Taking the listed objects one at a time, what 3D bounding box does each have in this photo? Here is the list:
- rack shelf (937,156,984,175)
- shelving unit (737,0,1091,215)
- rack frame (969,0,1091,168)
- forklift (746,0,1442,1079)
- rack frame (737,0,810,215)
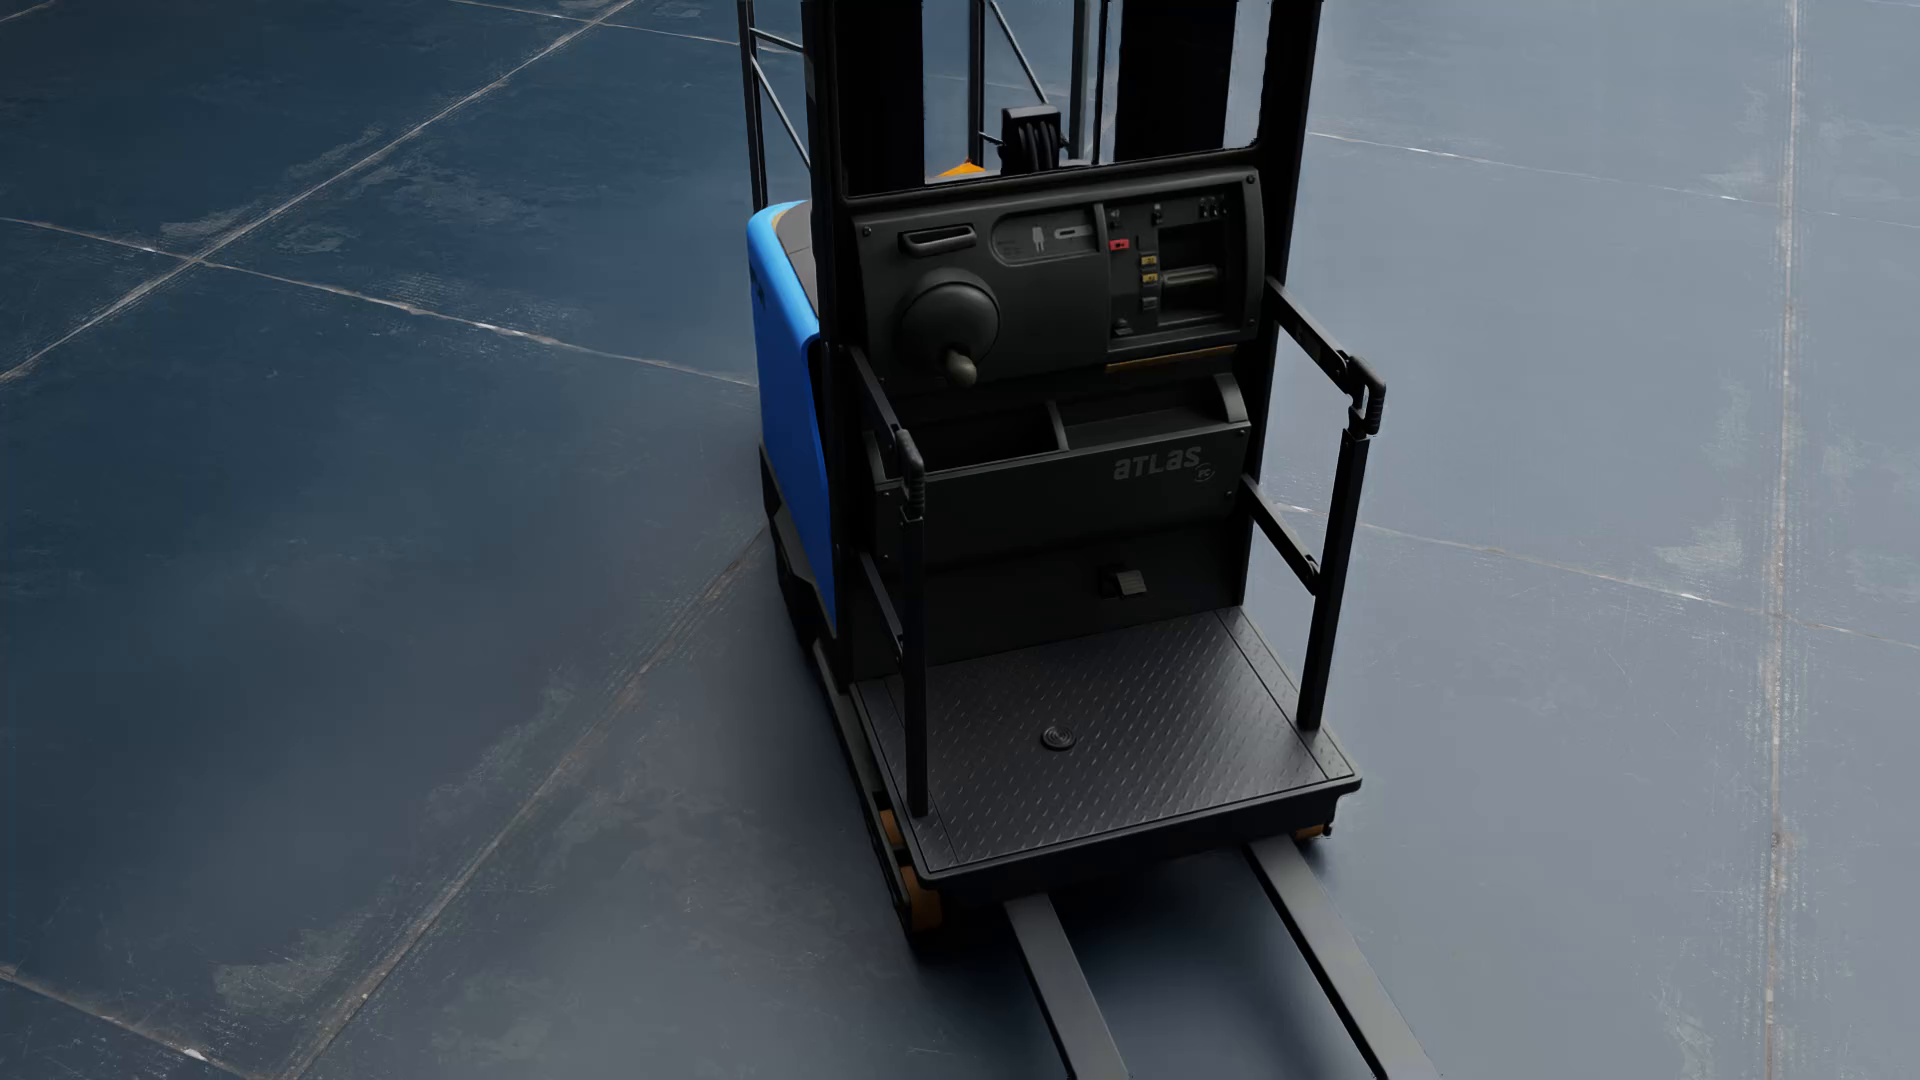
[{"bbox_3d":[-0.120,-0.988,5.620,0.538,0.185,1.000,29,46,33],"label":"rack shelf"},{"bbox_3d":[-0.114,-1.136,5.518,0.587,1.500,1.083,29,46,33],"label":"shelving unit"},{"bbox_3d":[0.226,-1.355,5.811,0.500,1.500,0.032,29,46,33],"label":"rack frame"},{"bbox_3d":[0.296,-0.505,3.477,1.130,2.935,3.031,-10,38,-14],"label":"forklift"},{"bbox_3d":[-0.466,-0.909,5.214,0.500,1.500,0.032,29,46,33],"label":"rack frame"}]
